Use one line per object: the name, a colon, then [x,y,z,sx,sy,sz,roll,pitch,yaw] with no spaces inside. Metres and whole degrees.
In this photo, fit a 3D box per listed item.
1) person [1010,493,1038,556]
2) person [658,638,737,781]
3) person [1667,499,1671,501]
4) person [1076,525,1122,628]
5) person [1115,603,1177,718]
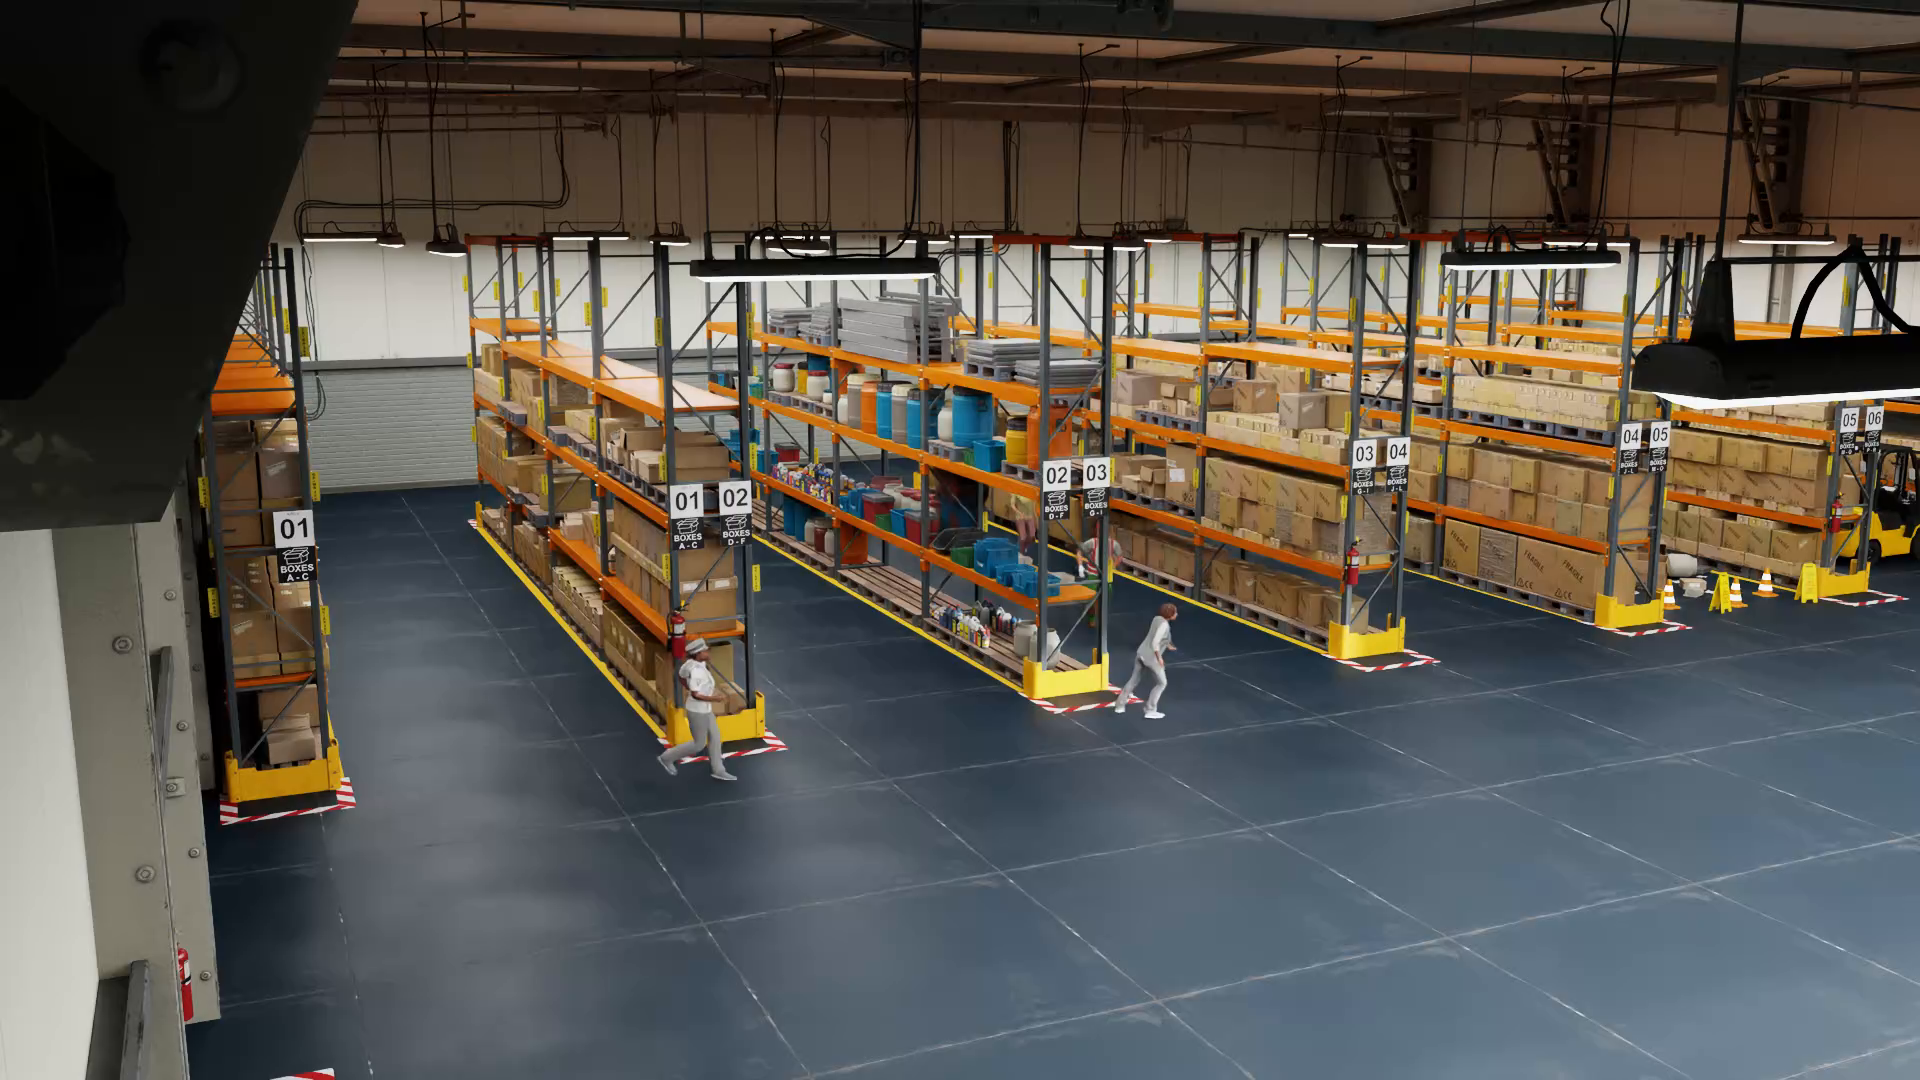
person: [1.208,-0.385,30.926,0.569,1.598,0.576,-4,12,-22]
person: [-2.981,1.939,18.766,0.882,1.704,0.589,-2,11,-9]
person: [14.369,-0.928,33.491,0.700,1.711,0.688,-7,13,-31]
person: [2.163,0.537,26.041,0.763,1.689,0.552,-4,12,-19]
person: [2.416,1.538,21.278,0.809,1.522,0.586,-4,12,-21]
